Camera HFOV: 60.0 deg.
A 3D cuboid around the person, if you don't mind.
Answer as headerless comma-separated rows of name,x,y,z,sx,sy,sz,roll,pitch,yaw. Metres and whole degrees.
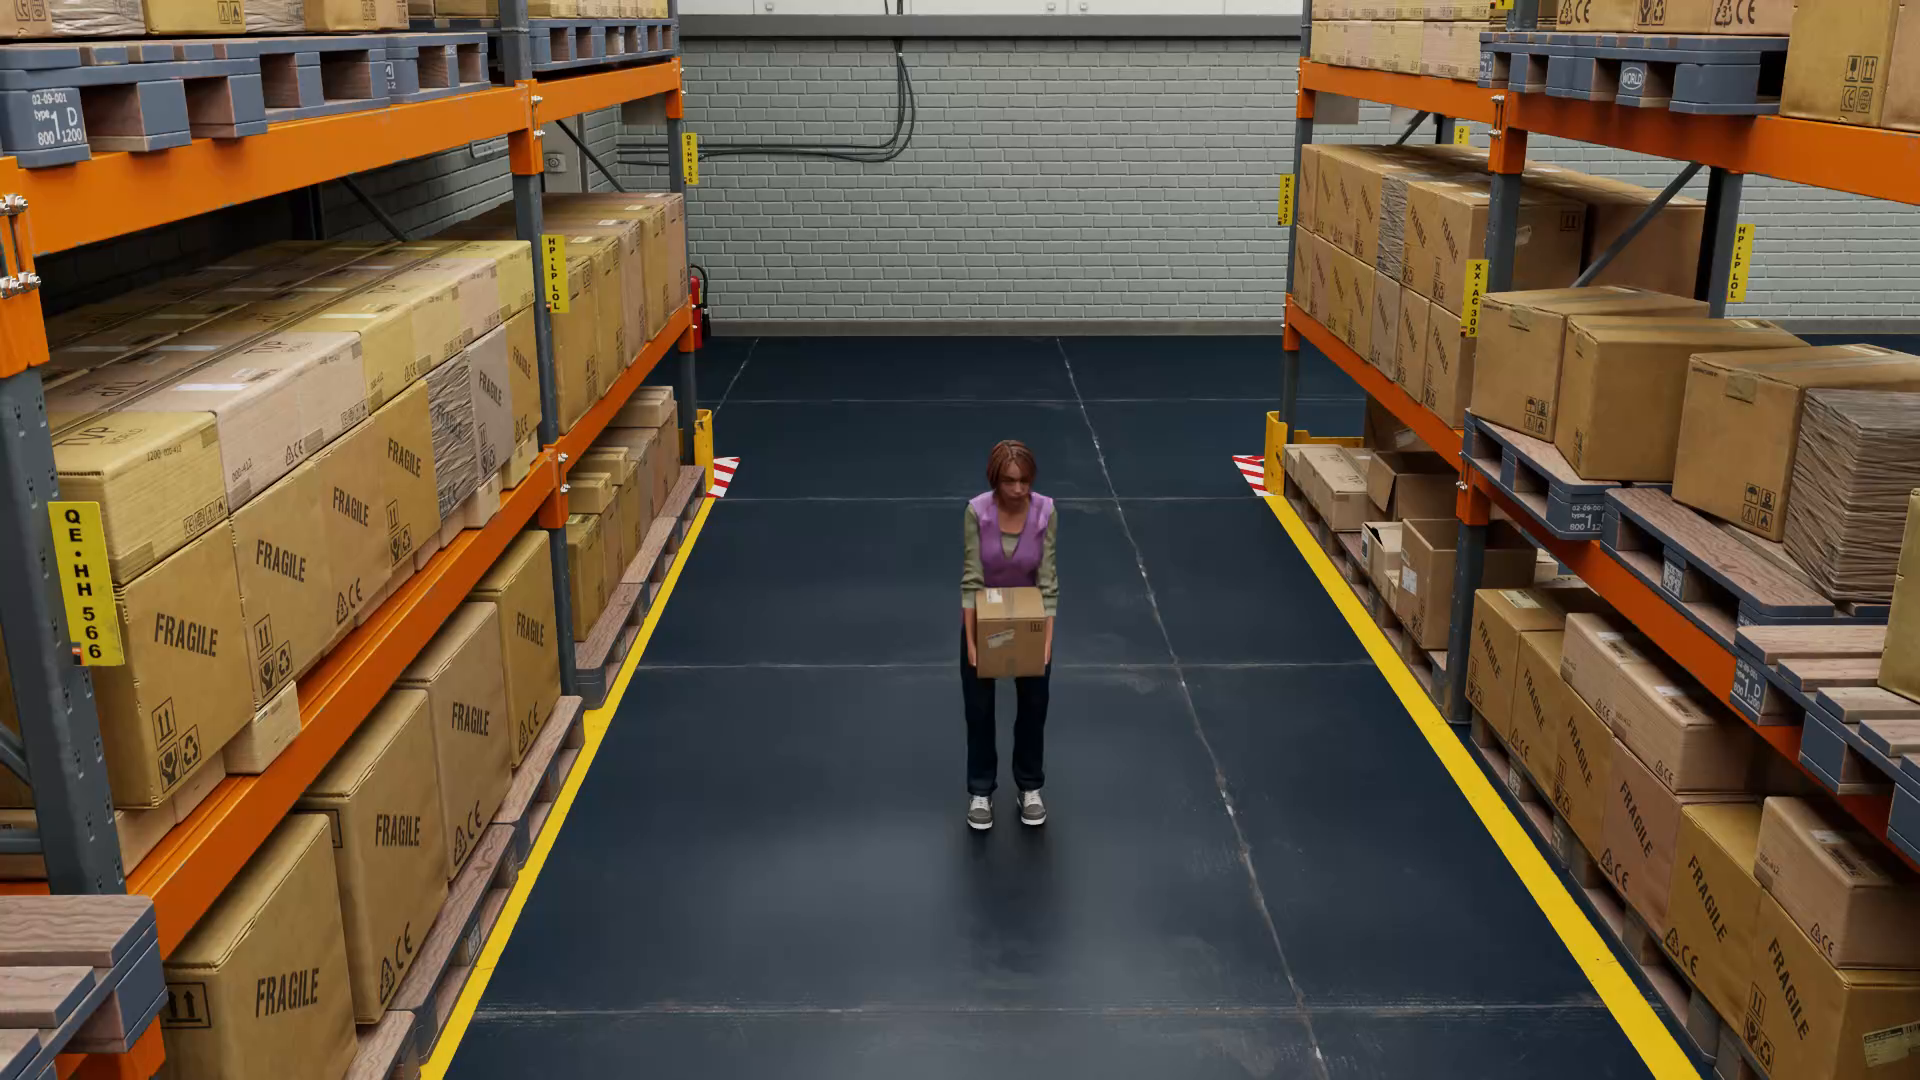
person,0.186,0.379,6.421,0.372,1.565,0.525,-1,17,-2
